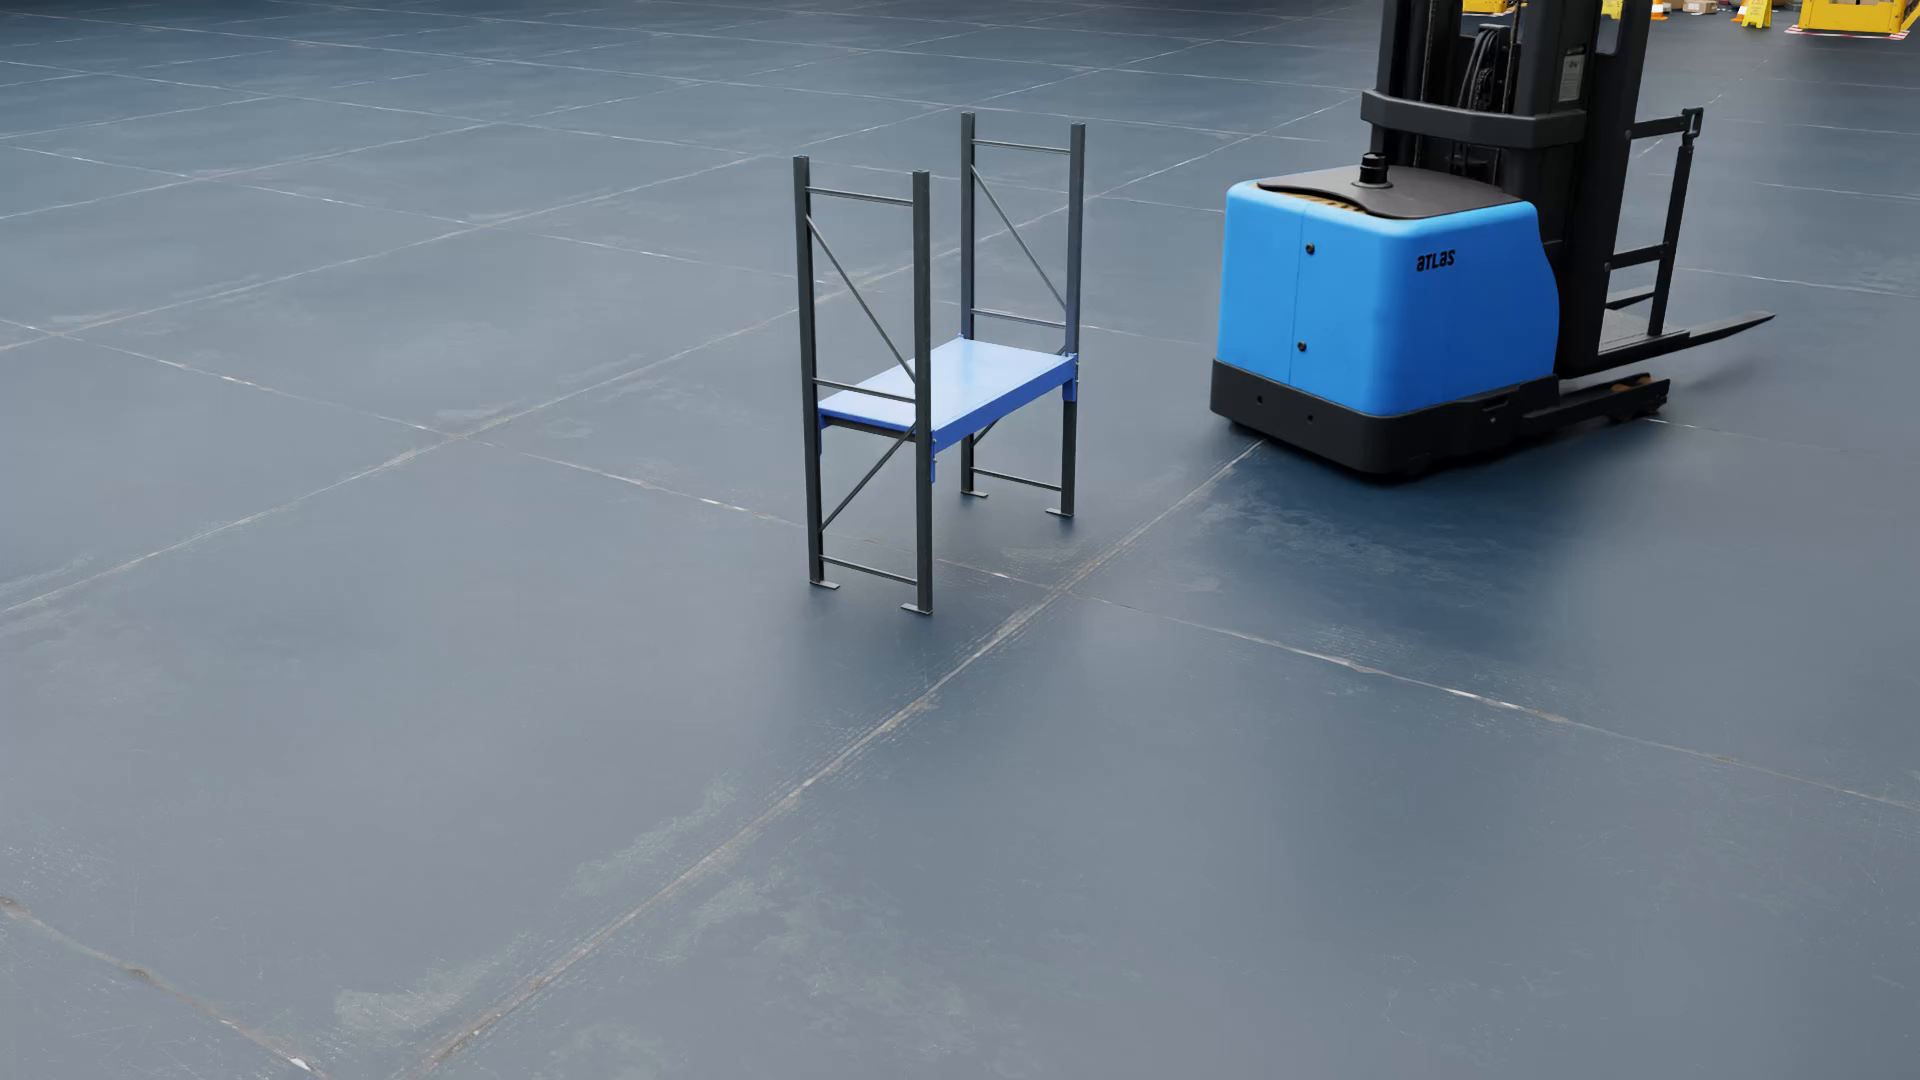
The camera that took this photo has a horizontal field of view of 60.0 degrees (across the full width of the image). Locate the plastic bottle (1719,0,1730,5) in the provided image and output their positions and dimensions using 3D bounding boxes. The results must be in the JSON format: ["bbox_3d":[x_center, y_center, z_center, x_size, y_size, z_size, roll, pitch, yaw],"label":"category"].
[{"bbox_3d":[11.286,-7.914,24.454,0.133,0.061,0.283,20,30,38],"label":"plastic bottle"}]

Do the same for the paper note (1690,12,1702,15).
[{"bbox_3d":[10.258,-7.329,23.140,0.148,0.019,0.142,5,24,11],"label":"paper note"}]

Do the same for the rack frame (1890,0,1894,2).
[{"bbox_3d":[11.450,-7.955,20.850,1.000,3.000,0.127,14,27,29],"label":"rack frame"}]

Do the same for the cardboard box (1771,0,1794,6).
[{"bbox_3d":[11.839,-8.082,24.288,0.500,0.500,0.500,-7,24,-17],"label":"cardboard box"}]

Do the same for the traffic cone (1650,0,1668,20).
[{"bbox_3d":[9.459,-7.324,22.586,0.336,0.463,0.334,14,27,29],"label":"traffic cone"}]

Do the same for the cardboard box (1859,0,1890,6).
[{"bbox_3d":[12.111,-7.100,21.808,0.500,0.250,0.500,14,27,29],"label":"cardboard box"}]

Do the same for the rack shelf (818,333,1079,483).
[{"bbox_3d":[-0.045,-0.494,5.957,0.538,0.185,1.000,14,27,29],"label":"rack shelf"}]

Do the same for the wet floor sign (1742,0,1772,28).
[{"bbox_3d":[10.441,-7.035,21.687,0.232,0.644,0.267,-17,29,-35],"label":"wet floor sign"}]

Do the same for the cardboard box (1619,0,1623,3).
[{"bbox_3d":[9.960,-8.087,24.597,0.396,0.266,0.258,20,30,38],"label":"cardboard box"}]

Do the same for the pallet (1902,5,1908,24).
[{"bbox_3d":[11.949,-6.968,22.079,1.003,0.211,1.213,14,27,29],"label":"pallet"}]

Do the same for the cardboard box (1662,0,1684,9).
[{"bbox_3d":[10.226,-7.933,23.941,0.797,0.503,0.637,-3,24,-7],"label":"cardboard box"}]

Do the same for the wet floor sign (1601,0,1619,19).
[{"bbox_3d":[8.859,-7.453,22.654,0.267,0.644,0.232,9,25,20],"label":"wet floor sign"}]

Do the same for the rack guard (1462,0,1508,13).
[{"bbox_3d":[7.179,-7.803,23.645,1.175,0.500,0.348,14,27,29],"label":"rack guard"}]

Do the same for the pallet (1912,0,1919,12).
[{"bbox_3d":[13.236,-7.791,23.982,1.003,0.211,1.213,14,27,29],"label":"pallet"}]

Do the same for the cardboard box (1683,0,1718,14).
[{"bbox_3d":[10.425,-7.512,23.415,0.250,0.149,0.380,-12,26,-26],"label":"cardboard box"}]

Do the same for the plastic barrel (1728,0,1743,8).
[{"bbox_3d":[11.254,-7.787,23.705,0.421,0.421,0.512,-7,24,-17],"label":"plastic barrel"}]

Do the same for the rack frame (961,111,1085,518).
[{"bbox_3d":[0.223,-0.831,6.282,0.500,1.500,0.032,14,27,29],"label":"rack frame"}]

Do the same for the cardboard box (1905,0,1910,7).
[{"bbox_3d":[12.386,-7.271,22.202,0.500,0.250,0.500,15,28,31],"label":"cardboard box"}]

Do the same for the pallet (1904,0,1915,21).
[{"bbox_3d":[12.593,-7.378,23.027,1.003,0.211,1.213,14,27,29],"label":"pallet"}]

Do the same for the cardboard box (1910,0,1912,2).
[{"bbox_3d":[12.664,-7.458,22.633,0.500,0.250,0.500,16,28,32],"label":"cardboard box"}]

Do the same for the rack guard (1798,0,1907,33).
[{"bbox_3d":[11.490,-6.833,21.406,1.175,0.500,0.348,14,27,29],"label":"rack guard"}]

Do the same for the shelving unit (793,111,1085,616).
[{"bbox_3d":[-0.045,-0.659,5.886,0.538,1.500,1.048,14,27,29],"label":"shelving unit"}]

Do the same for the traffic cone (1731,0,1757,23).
[{"bbox_3d":[10.581,-7.206,22.313,0.336,0.463,0.334,14,27,29],"label":"traffic cone"}]

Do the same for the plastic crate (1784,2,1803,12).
[{"bbox_3d":[12.035,-7.607,23.721,0.402,0.080,0.583,5,24,11],"label":"plastic crate"}]

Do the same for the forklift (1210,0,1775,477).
[{"bbox_3d":[2.621,-2.037,7.266,3.031,2.935,1.130,-15,28,-31],"label":"forklift"}]

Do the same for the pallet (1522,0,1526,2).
[{"bbox_3d":[8.191,-8.375,25.330,1.003,0.211,1.213,14,27,29],"label":"pallet"}]

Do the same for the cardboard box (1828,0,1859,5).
[{"bbox_3d":[11.661,-7.223,22.092,0.500,0.250,0.500,14,27,29],"label":"cardboard box"}]

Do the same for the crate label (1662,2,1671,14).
[{"bbox_3d":[9.821,-7.453,23.293,0.250,0.136,0.298,1,23,2],"label":"crate label"}]

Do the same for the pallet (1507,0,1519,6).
[{"bbox_3d":[7.547,-7.965,24.382,1.003,0.211,1.213,14,27,29],"label":"pallet"}]

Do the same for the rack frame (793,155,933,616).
[{"bbox_3d":[-0.313,-0.488,5.489,0.500,1.500,0.032,14,27,29],"label":"rack frame"}]

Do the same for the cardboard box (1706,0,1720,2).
[{"bbox_3d":[11.307,-8.225,24.915,0.258,0.266,0.396,-3,24,-7],"label":"cardboard box"}]
